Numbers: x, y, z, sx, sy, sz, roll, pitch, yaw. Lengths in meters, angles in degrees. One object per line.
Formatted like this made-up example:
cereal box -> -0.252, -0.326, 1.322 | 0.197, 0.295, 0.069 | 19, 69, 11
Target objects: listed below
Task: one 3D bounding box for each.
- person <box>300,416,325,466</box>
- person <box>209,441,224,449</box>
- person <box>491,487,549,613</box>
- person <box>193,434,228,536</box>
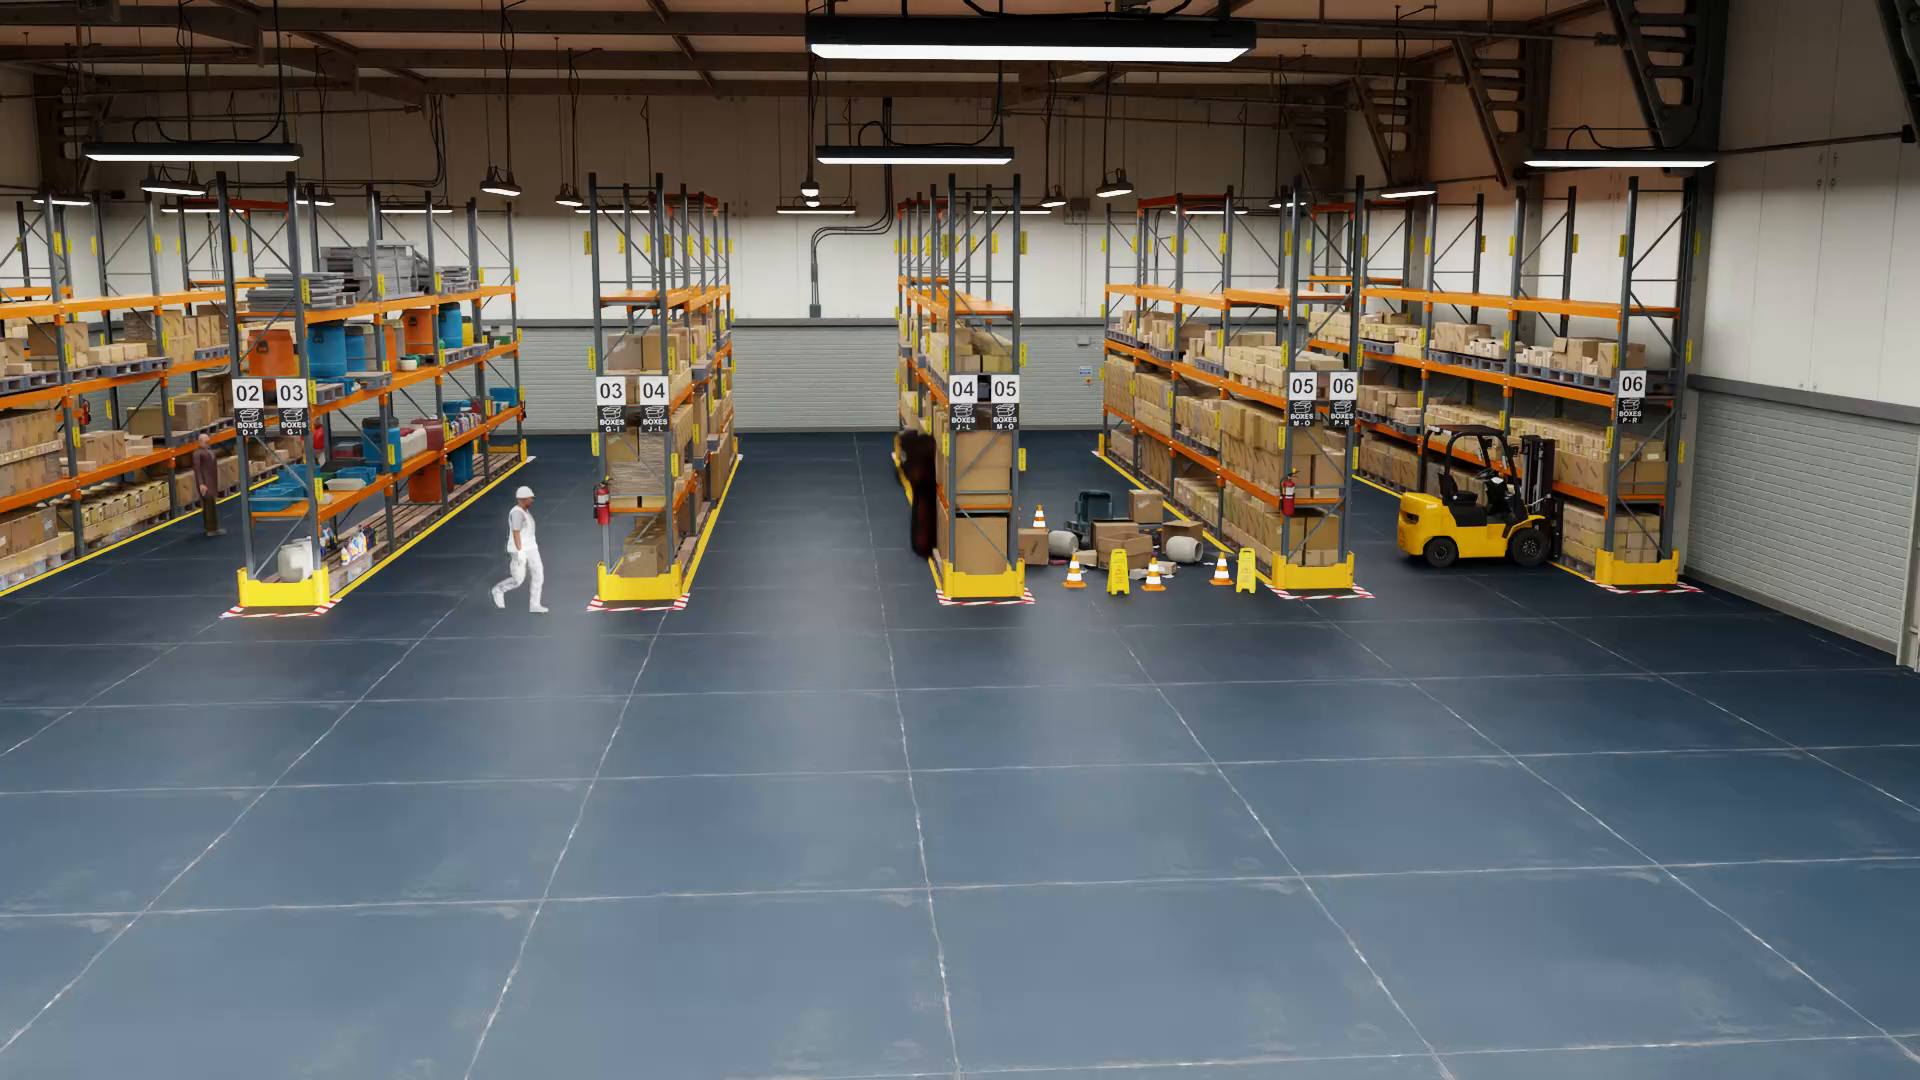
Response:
person -> -12.962, -1.711, 33.435 | 0.515, 1.669, 1.065 | 0, 10, 0
person -> -18.043, -2.863, 40.094 | 0.721, 1.787, 0.906 | -1, 10, -4
person -> -6.077, 0.137, 22.882 | 0.813, 1.745, 0.496 | 5, 11, 28
person -> -13.109, -0.977, 29.079 | 0.452, 1.775, 0.622 | -3, 10, -15
